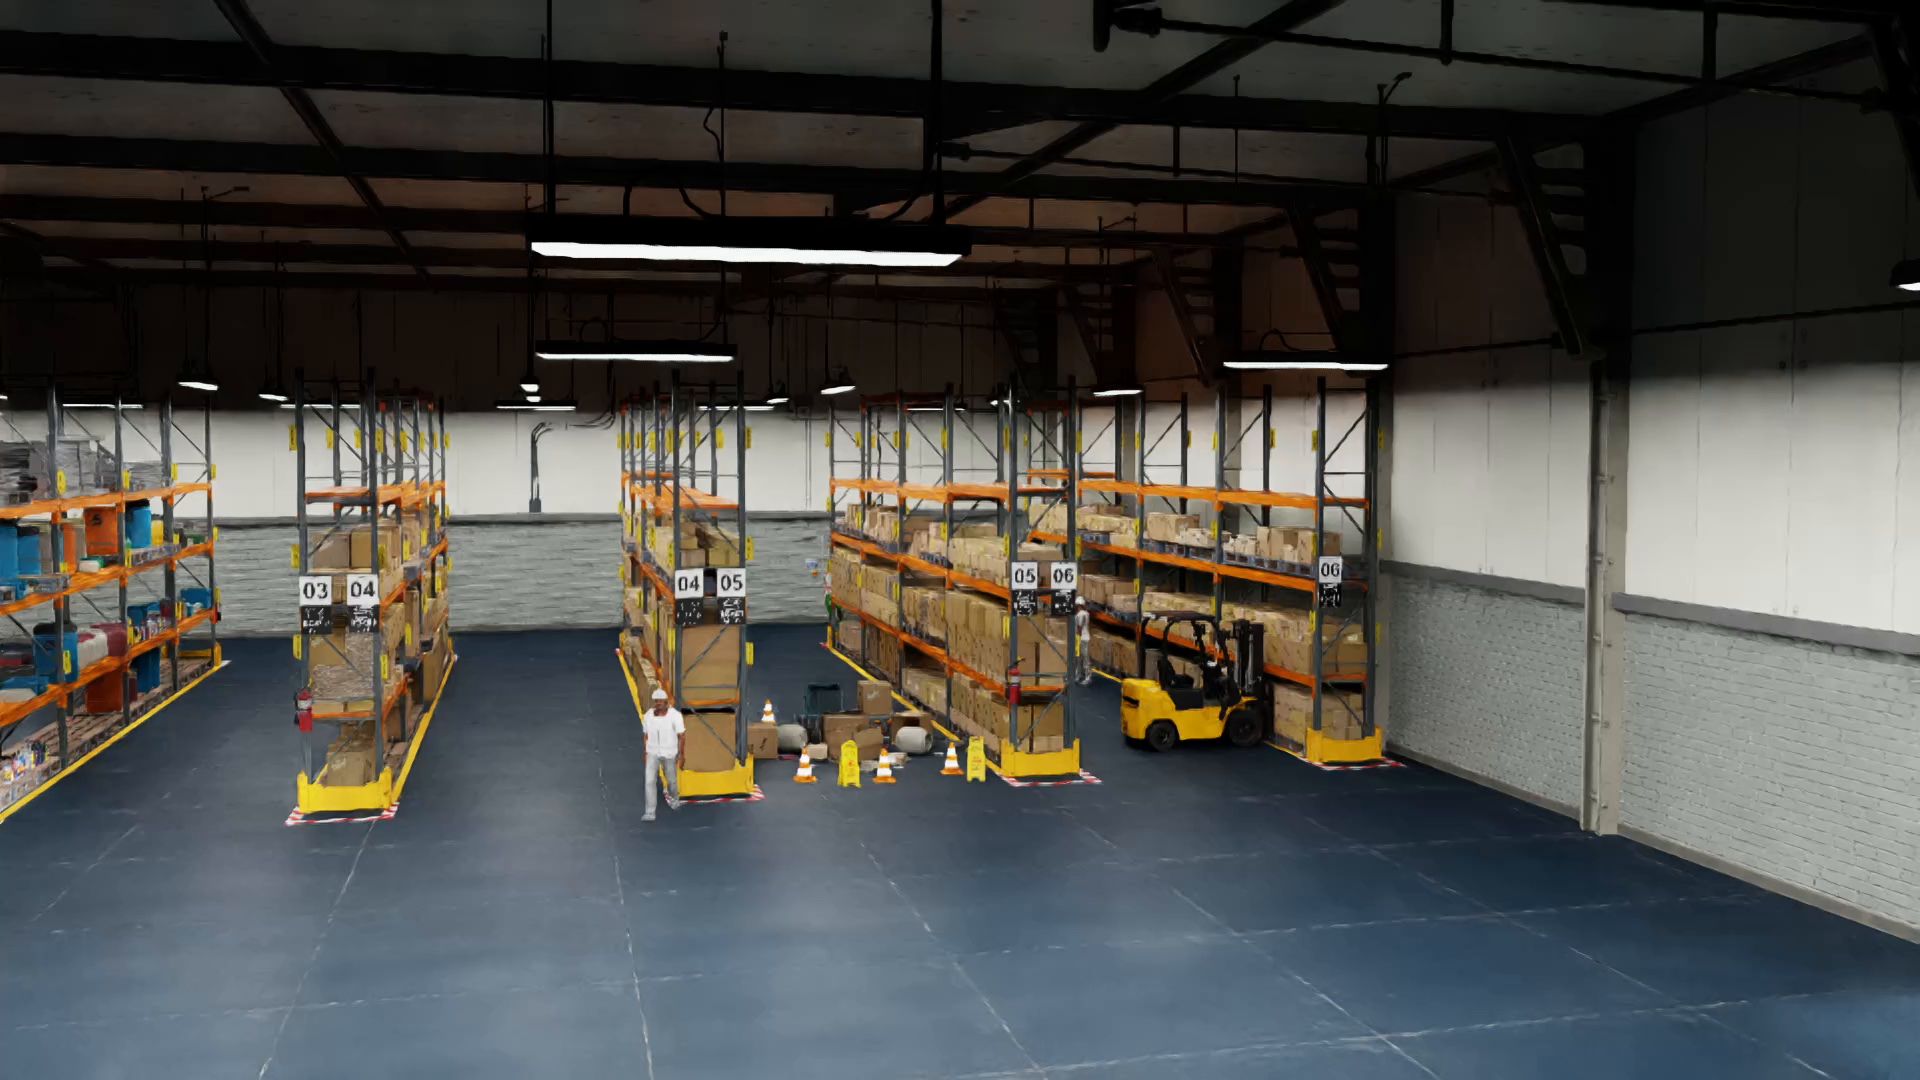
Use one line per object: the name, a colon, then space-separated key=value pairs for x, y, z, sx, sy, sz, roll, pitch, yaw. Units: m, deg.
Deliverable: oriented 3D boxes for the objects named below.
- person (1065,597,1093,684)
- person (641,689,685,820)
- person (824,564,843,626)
person: x=2.448 y=2.051 z=34.276 sx=0.592 sy=1.782 sz=0.678 roll=0 pitch=3 yaw=8
person: x=-3.944 y=2.823 z=22.116 sx=0.599 sy=1.728 sz=0.940 roll=0 pitch=3 yaw=2
person: x=-3.391 y=1.438 z=44.992 sx=0.579 sy=1.774 sz=0.573 roll=1 pitch=4 yaw=22
